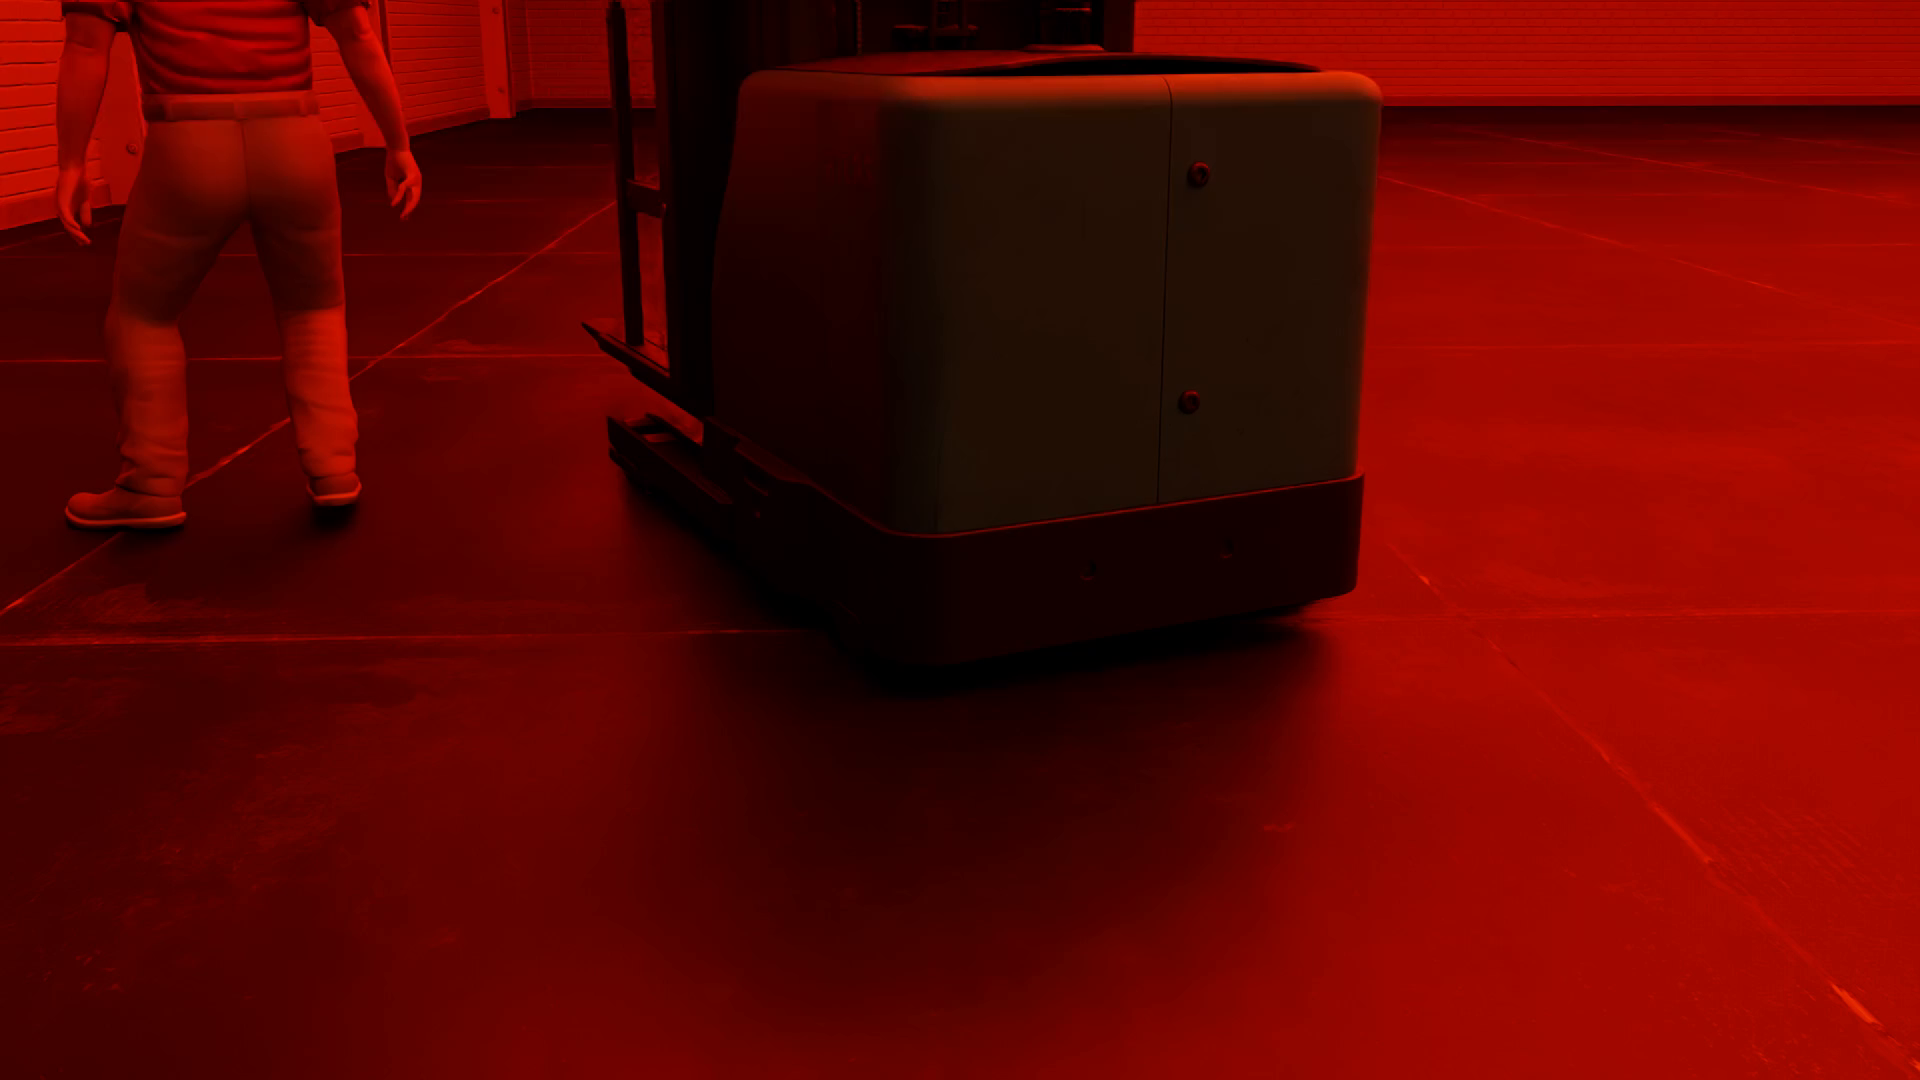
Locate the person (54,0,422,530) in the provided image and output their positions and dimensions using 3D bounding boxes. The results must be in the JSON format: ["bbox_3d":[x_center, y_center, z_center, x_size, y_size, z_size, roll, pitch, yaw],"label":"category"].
[{"bbox_3d":[-1.716,-0.870,3.863,0.871,1.691,0.400,-9,19,-27],"label":"person"}]

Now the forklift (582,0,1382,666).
[{"bbox_3d":[-0.293,-1.564,4.022,1.130,2.935,3.031,-8,19,-25],"label":"forklift"}]
